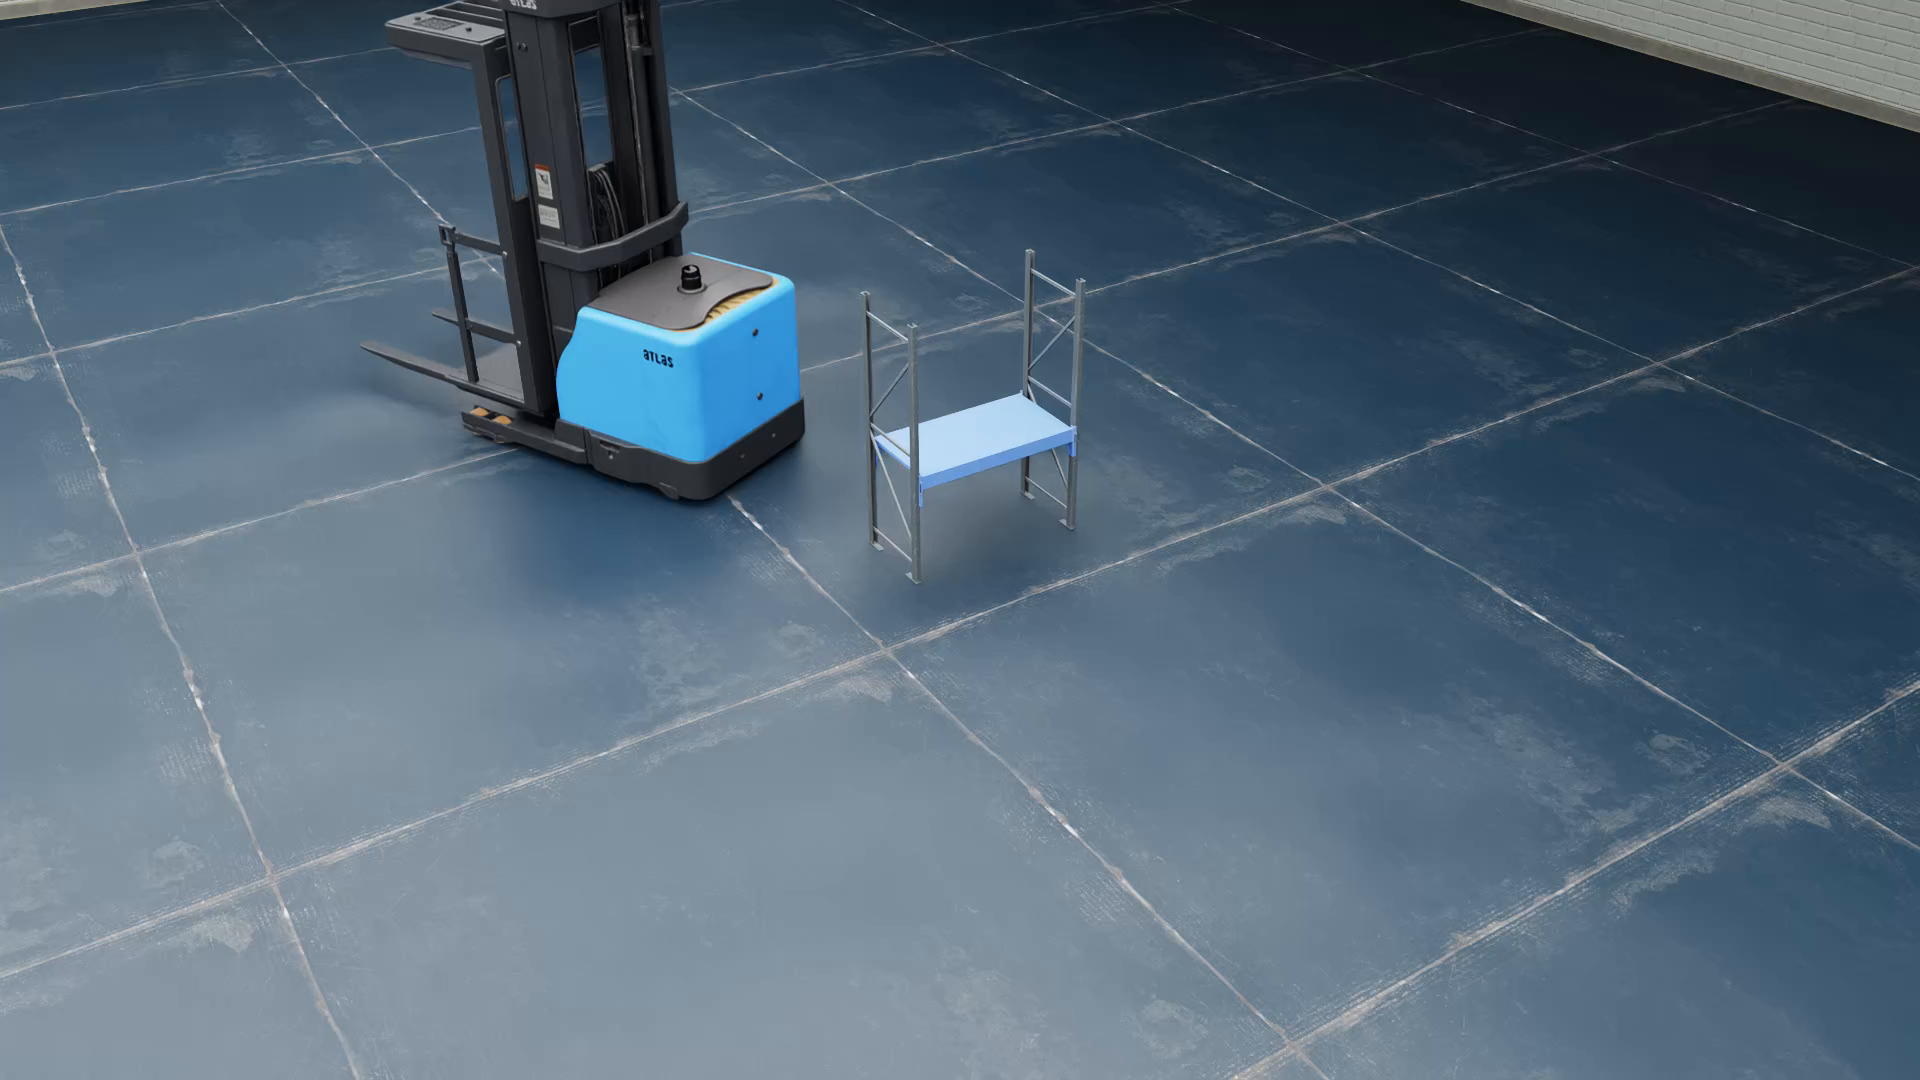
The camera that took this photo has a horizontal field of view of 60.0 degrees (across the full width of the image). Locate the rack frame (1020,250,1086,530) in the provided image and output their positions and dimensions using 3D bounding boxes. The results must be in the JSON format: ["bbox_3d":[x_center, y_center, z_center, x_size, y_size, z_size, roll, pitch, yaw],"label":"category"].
[{"bbox_3d":[0.499,-0.806,9.122,0.032,1.500,0.500,-19,37,-27],"label":"rack frame"}]

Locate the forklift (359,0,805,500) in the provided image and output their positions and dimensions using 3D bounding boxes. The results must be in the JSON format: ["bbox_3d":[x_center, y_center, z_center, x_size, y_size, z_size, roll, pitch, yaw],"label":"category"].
[{"bbox_3d":[-2.467,-2.050,9.752,3.031,2.935,1.130,18,37,27],"label":"forklift"}]

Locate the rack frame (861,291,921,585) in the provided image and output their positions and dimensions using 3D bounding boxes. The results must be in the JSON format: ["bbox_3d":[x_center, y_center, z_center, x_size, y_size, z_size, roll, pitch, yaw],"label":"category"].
[{"bbox_3d":[-0.356,-0.512,8.656,0.032,1.500,0.500,-19,37,-27],"label":"rack frame"}]

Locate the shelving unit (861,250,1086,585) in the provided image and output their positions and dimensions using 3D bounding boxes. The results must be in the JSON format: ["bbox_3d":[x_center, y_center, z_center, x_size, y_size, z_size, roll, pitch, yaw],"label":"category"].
[{"bbox_3d":[0.072,-0.659,8.889,1.048,1.500,0.538,-19,37,-27],"label":"shelving unit"}]

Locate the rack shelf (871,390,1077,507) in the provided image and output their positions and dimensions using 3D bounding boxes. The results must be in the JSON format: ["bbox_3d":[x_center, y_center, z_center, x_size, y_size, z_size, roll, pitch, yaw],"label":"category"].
[{"bbox_3d":[0.072,-0.507,8.985,1.000,0.185,0.538,-19,37,-27],"label":"rack shelf"}]
